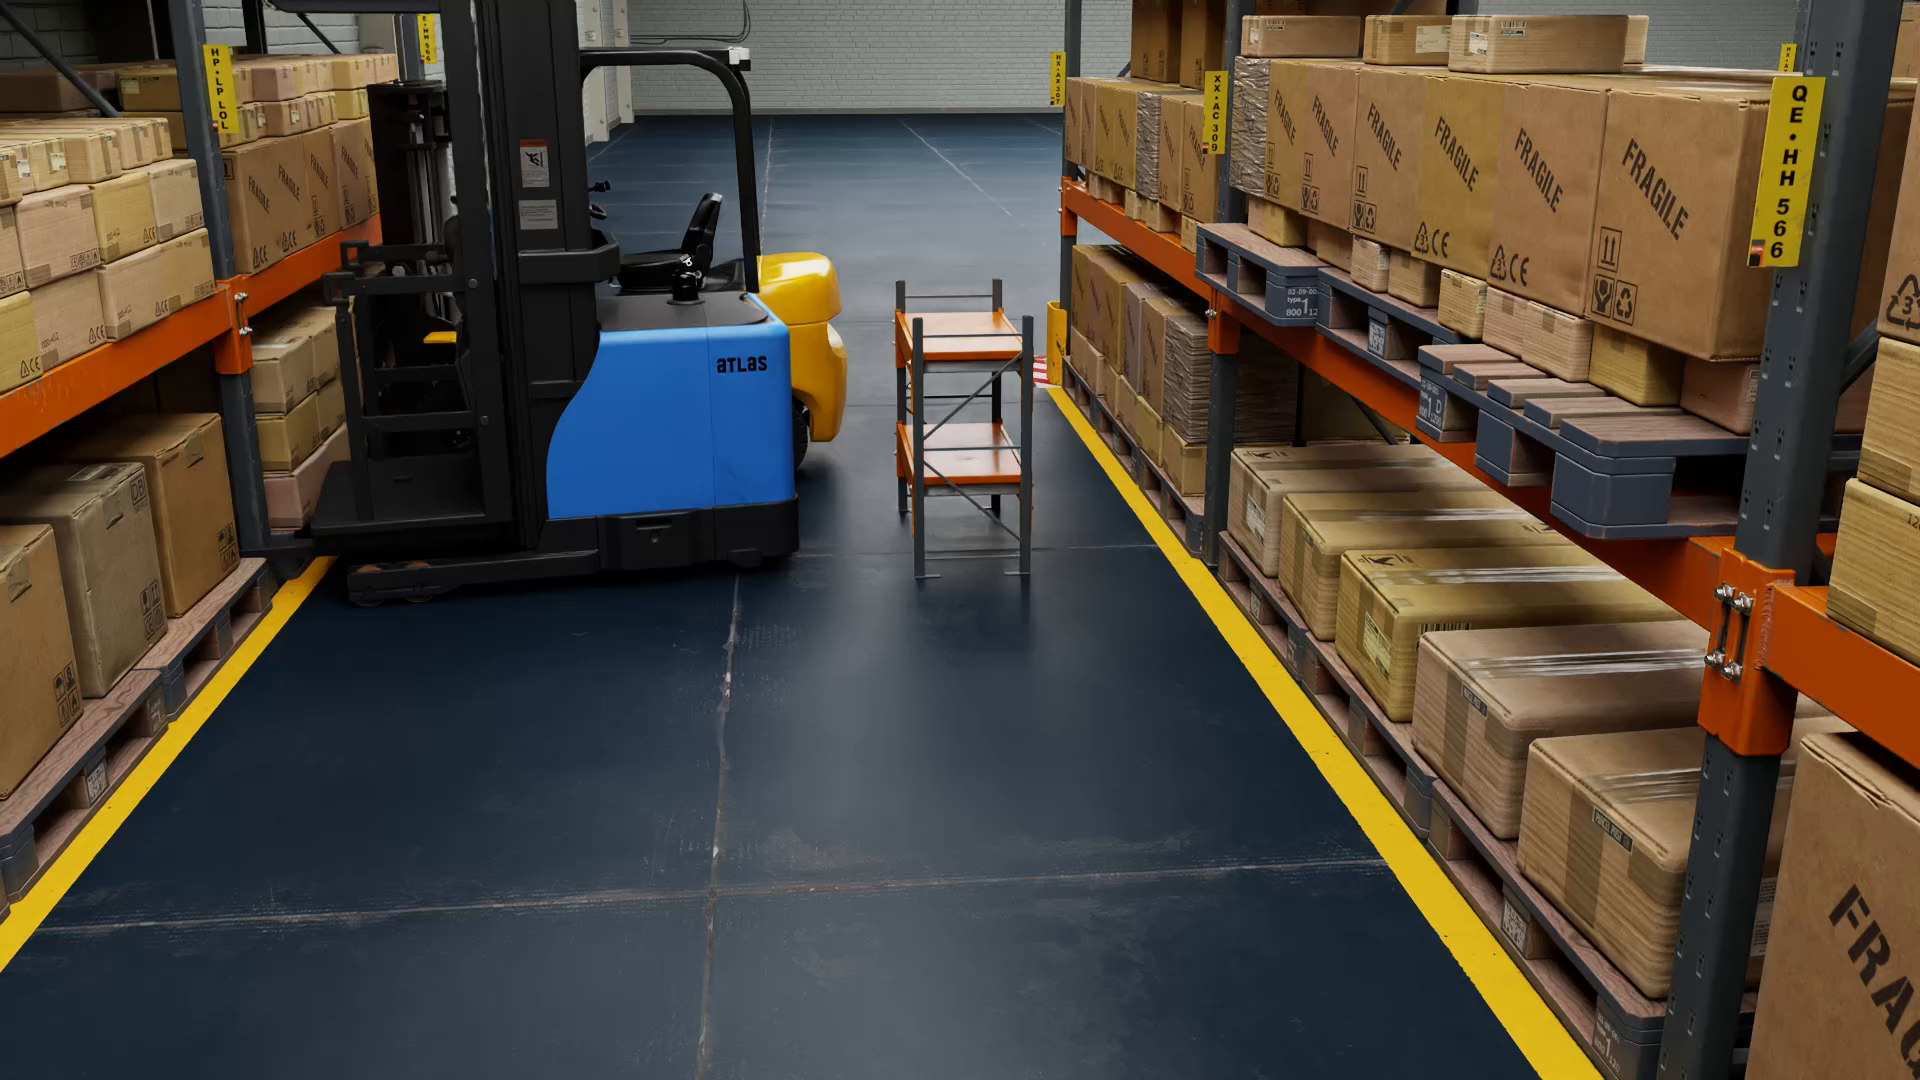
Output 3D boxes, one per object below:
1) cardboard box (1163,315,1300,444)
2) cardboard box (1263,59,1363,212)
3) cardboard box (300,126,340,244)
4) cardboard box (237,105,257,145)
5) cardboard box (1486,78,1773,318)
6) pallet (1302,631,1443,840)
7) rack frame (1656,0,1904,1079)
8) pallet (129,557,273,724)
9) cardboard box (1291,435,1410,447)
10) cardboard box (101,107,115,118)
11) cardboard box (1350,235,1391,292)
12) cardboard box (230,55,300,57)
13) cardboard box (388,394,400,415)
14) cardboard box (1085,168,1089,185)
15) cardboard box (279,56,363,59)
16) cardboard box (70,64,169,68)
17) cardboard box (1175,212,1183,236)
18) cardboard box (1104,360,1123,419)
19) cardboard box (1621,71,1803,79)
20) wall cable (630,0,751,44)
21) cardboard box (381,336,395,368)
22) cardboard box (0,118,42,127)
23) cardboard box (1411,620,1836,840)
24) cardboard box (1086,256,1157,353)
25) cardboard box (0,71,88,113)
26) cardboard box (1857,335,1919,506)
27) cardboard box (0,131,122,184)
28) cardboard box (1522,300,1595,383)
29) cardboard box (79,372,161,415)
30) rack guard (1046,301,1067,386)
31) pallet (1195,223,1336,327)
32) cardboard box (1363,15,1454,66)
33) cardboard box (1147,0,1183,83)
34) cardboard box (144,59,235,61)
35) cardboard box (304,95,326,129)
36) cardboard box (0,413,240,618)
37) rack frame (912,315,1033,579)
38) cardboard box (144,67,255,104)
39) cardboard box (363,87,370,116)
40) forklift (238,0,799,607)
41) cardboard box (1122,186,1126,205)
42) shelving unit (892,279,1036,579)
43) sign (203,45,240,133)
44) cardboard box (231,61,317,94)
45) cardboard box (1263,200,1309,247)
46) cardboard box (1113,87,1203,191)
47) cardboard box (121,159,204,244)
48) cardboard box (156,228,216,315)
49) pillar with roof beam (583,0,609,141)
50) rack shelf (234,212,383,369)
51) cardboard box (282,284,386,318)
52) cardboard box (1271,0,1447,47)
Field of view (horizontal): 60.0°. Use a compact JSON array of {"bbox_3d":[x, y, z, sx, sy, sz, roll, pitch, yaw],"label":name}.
[{"bbox_3d":[1.249,-0.753,7.706,0.500,0.500,0.500,-2,18,-6],"label":"cardboard box"},{"bbox_3d":[1.392,-1.431,5.864,0.500,0.500,0.500,-2,18,-5],"label":"cardboard box"},{"bbox_3d":[-3.270,-1.678,7.847,0.500,0.500,0.500,-2,18,-6],"label":"cardboard box"},{"bbox_3d":[-3.159,-1.722,6.904,0.380,0.149,0.250,-1,17,-4],"label":"cardboard box"},{"bbox_3d":[1.602,-0.818,3.910,0.500,0.500,0.500,-2,18,-7],"label":"cardboard box"},{"bbox_3d":[1.788,0.588,5.453,1.003,0.211,1.213,-2,18,-6],"label":"pallet"},{"bbox_3d":[1.986,-0.147,3.138,0.949,2.616,0.053,-2,18,-6],"label":"rack frame"},{"bbox_3d":[-3.245,0.364,6.165,1.003,0.211,1.213,-2,18,-6],"label":"pallet"},{"bbox_3d":[1.785,-0.412,7.870,0.500,0.250,0.500,-3,18,-8],"label":"cardboard box"},{"bbox_3d":[-3.709,-1.703,6.844,0.380,0.149,0.250,-2,18,-7],"label":"cardboard box"},{"bbox_3d":[1.426,-0.856,5.114,0.380,0.149,0.250,-1,17,-4],"label":"cardboard box"},{"bbox_3d":[-3.985,-2.688,9.484,0.380,0.149,0.250,-1,17,-4],"label":"cardboard box"},{"bbox_3d":[-3.249,-0.683,8.734,0.500,0.250,0.500,-1,17,-4],"label":"cardboard box"},{"bbox_3d":[0.993,-2.303,10.425,0.380,0.149,0.250,-2,18,-5],"label":"cardboard box"},{"bbox_3d":[-3.464,-2.549,9.042,0.380,0.149,0.250,-2,18,-5],"label":"cardboard box"},{"bbox_3d":[-3.814,-2.075,7.531,0.380,0.149,0.250,-2,18,-7],"label":"cardboard box"},{"bbox_3d":[1.247,-1.534,7.976,0.380,0.149,0.250,-2,18,-6],"label":"cardboard box"},{"bbox_3d":[1.086,-0.856,9.285,0.500,0.250,0.500,-1,17,-2],"label":"cardboard box"},{"bbox_3d":[2.051,-0.992,4.463,0.500,0.500,0.500,-1,17,-5],"label":"cardboard box"},{"bbox_3d":[-6.680,-13.378,40.451,3.097,2.526,0.112,-2,18,-6],"label":"wall cable"},{"bbox_3d":[-3.248,-0.916,8.641,0.500,0.250,0.500,-2,18,-6],"label":"cardboard box"},{"bbox_3d":[-3.537,-1.430,5.976,0.380,0.149,0.250,-2,18,-7],"label":"cardboard box"},{"bbox_3d":[1.857,0.518,4.706,0.950,0.372,0.625,-2,18,-7],"label":"cardboard box"},{"bbox_3d":[1.034,-1.366,9.656,0.500,0.500,0.500,-2,18,-8],"label":"cardboard box"},{"bbox_3d":[-3.693,-1.770,6.559,0.380,0.149,0.250,-2,18,-6],"label":"cardboard box"},{"bbox_3d":[1.796,-0.156,2.581,0.500,0.250,0.500,-2,18,-6],"label":"cardboard box"},{"bbox_3d":[-2.927,-1.222,5.311,0.380,0.149,0.250,-2,18,-7],"label":"cardboard box"},{"bbox_3d":[1.551,-0.470,3.883,0.380,0.149,0.250,-2,18,-6],"label":"cardboard box"},{"bbox_3d":[-3.603,-0.691,7.090,0.500,0.250,0.500,-1,17,-5],"label":"cardboard box"},{"bbox_3d":[1.172,-1.316,11.033,1.175,0.500,0.348,-2,18,-6],"label":"rack guard"},{"bbox_3d":[1.511,-1.015,6.224,1.003,0.211,1.213,-2,18,-6],"label":"pallet"},{"bbox_3d":[1.488,-1.567,5.213,0.380,0.149,0.250,-1,17,-3],"label":"cardboard box"},{"bbox_3d":[1.479,-2.901,9.577,0.700,0.500,0.500,-2,18,-5],"label":"cardboard box"},{"bbox_3d":[-3.924,-2.378,8.499,0.380,0.149,0.250,-2,18,-7],"label":"cardboard box"},{"bbox_3d":[-3.235,-2.027,7.876,0.380,0.149,0.250,-2,18,-7],"label":"cardboard box"},{"bbox_3d":[-3.295,-0.097,6.241,0.875,0.625,0.625,-1,17,-3],"label":"cardboard box"},{"bbox_3d":[0.053,-0.383,7.020,0.500,1.125,0.032,-2,18,-6],"label":"rack frame"},{"bbox_3d":[-3.250,-1.939,7.098,0.380,0.149,0.250,-2,18,-7],"label":"cardboard box"},{"bbox_3d":[-3.348,-2.332,8.848,0.380,0.149,0.250,-2,18,-7],"label":"cardboard box"},{"bbox_3d":[-2.283,-1.299,6.921,3.031,2.935,1.130,-5,18,-15],"label":"forklift"},{"bbox_3d":[1.108,-1.917,9.195,0.380,0.149,0.250,-1,17,-4],"label":"cardboard box"},{"bbox_3d":[0.001,-0.535,7.502,0.538,1.125,1.048,-2,18,-6],"label":"shelving unit"},{"bbox_3d":[-2.821,-1.719,6.344,0.100,0.325,0.005,-2,18,-6],"label":"sign"},{"bbox_3d":[-3.353,-2.243,8.067,0.380,0.149,0.250,-2,18,-5],"label":"cardboard box"},{"bbox_3d":[1.337,-1.170,6.116,0.380,0.149,0.250,-1,17,-5],"label":"cardboard box"},{"bbox_3d":[1.108,-2.114,8.738,0.500,0.500,0.500,-2,18,-7],"label":"cardboard box"},{"bbox_3d":[-3.055,-1.213,5.949,0.500,0.250,0.500,-2,18,-7],"label":"cardboard box"},{"bbox_3d":[-3.048,-0.971,6.013,0.500,0.250,0.500,-1,17,-4],"label":"cardboard box"},{"bbox_3d":[-2.791,-12.287,31.790,9.100,9.000,0.400,-2,18,-6],"label":"pillar with roof beam"},{"bbox_3d":[-3.566,-1.437,8.448,1.077,0.370,4.000,-2,18,-6],"label":"rack shelf"},{"bbox_3d":[-3.250,-1.161,8.588,0.500,0.250,0.500,-2,18,-7],"label":"cardboard box"},{"bbox_3d":[1.747,-2.144,7.164,0.700,0.500,0.500,-2,18,-6],"label":"cardboard box"}]
